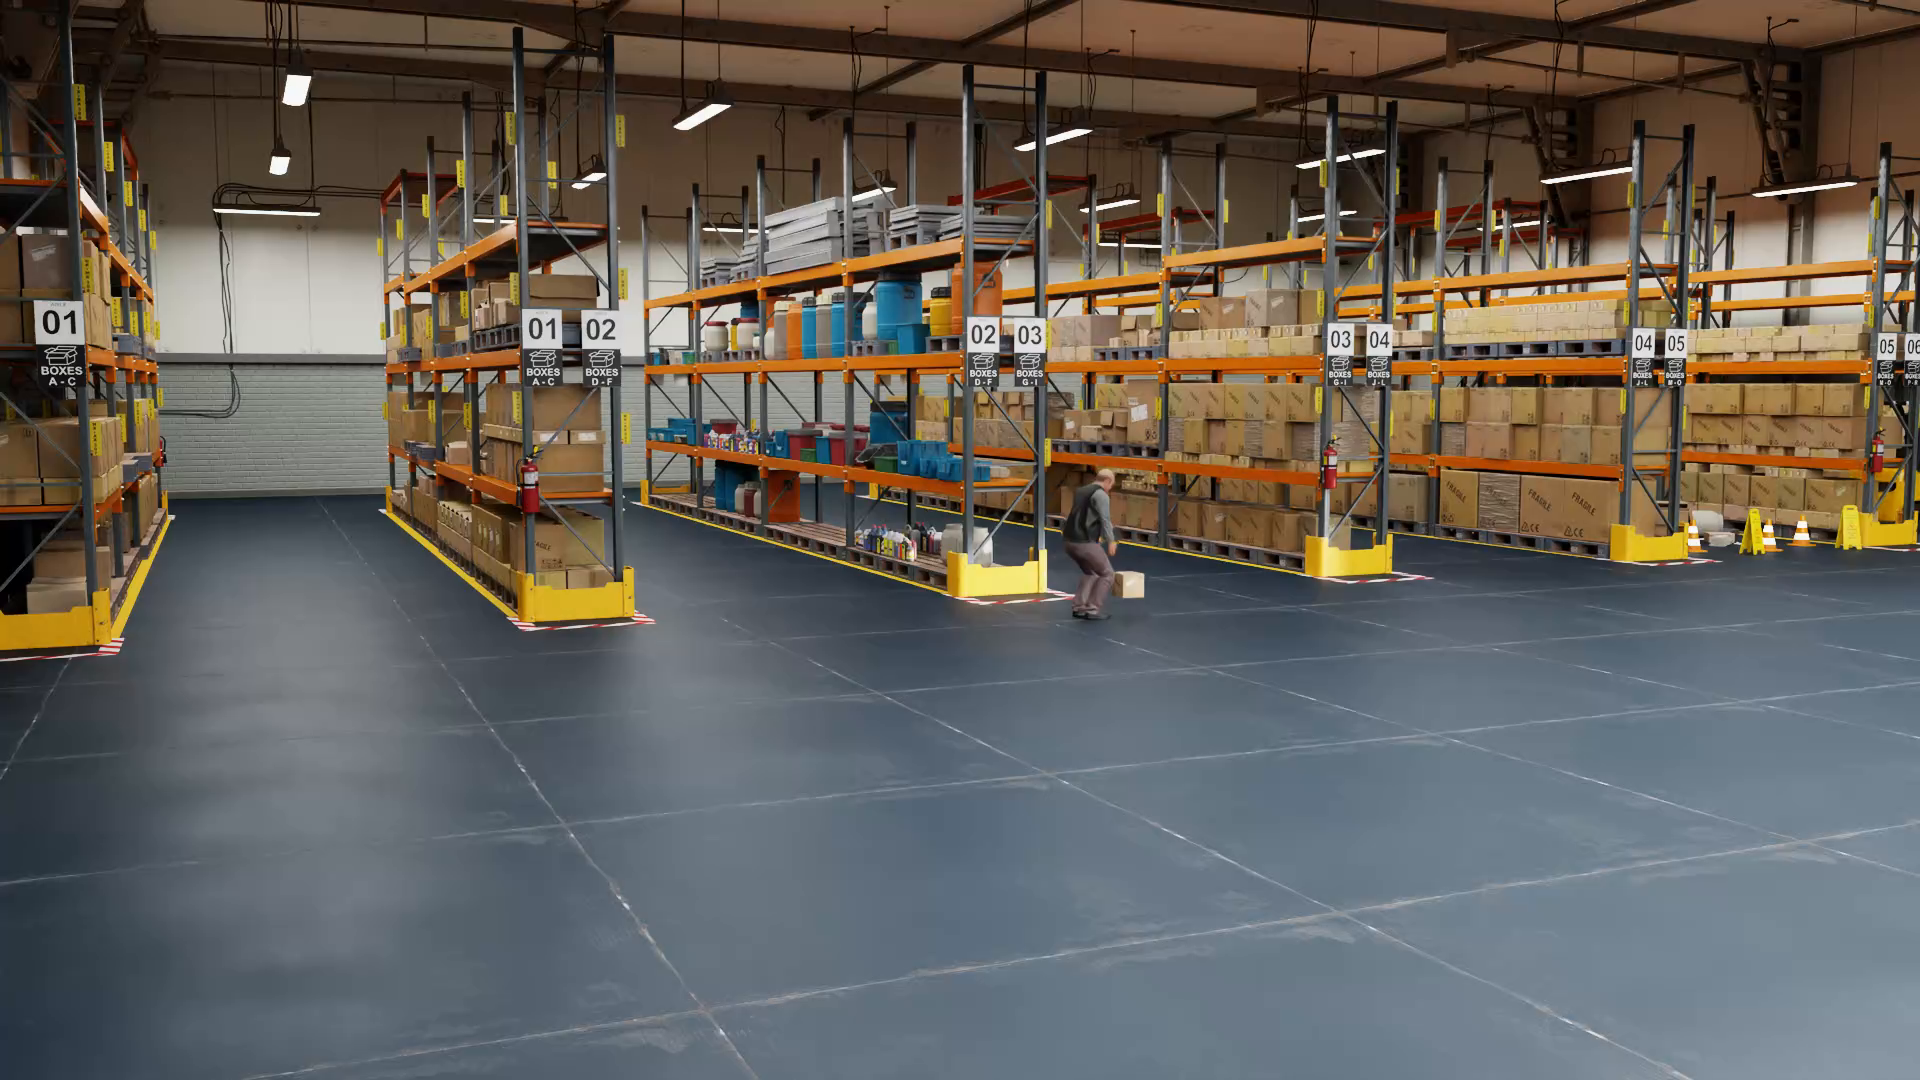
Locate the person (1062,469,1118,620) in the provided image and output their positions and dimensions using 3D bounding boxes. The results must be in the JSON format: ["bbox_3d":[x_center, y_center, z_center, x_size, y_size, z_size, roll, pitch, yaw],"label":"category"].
[{"bbox_3d":[1.353,0.042,17.385,0.579,1.556,0.583,-2,6,-23],"label":"person"}]
